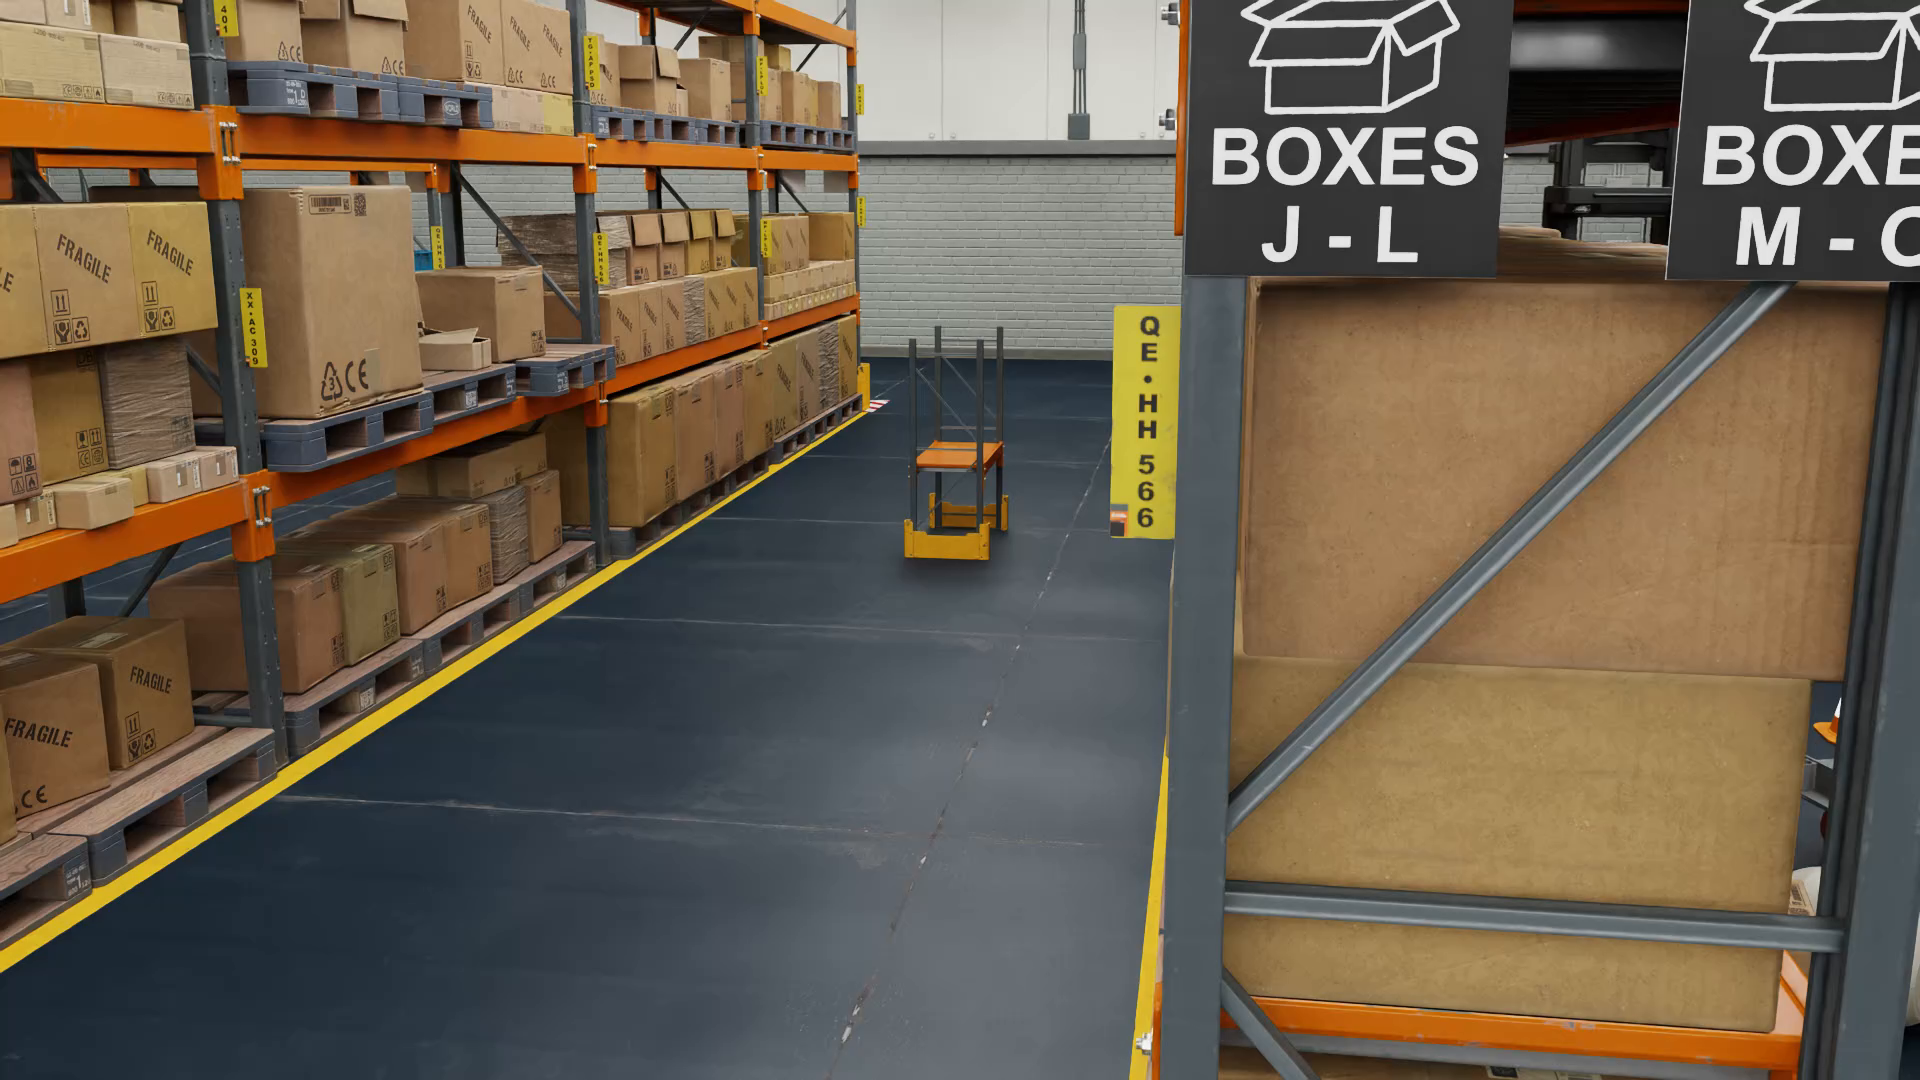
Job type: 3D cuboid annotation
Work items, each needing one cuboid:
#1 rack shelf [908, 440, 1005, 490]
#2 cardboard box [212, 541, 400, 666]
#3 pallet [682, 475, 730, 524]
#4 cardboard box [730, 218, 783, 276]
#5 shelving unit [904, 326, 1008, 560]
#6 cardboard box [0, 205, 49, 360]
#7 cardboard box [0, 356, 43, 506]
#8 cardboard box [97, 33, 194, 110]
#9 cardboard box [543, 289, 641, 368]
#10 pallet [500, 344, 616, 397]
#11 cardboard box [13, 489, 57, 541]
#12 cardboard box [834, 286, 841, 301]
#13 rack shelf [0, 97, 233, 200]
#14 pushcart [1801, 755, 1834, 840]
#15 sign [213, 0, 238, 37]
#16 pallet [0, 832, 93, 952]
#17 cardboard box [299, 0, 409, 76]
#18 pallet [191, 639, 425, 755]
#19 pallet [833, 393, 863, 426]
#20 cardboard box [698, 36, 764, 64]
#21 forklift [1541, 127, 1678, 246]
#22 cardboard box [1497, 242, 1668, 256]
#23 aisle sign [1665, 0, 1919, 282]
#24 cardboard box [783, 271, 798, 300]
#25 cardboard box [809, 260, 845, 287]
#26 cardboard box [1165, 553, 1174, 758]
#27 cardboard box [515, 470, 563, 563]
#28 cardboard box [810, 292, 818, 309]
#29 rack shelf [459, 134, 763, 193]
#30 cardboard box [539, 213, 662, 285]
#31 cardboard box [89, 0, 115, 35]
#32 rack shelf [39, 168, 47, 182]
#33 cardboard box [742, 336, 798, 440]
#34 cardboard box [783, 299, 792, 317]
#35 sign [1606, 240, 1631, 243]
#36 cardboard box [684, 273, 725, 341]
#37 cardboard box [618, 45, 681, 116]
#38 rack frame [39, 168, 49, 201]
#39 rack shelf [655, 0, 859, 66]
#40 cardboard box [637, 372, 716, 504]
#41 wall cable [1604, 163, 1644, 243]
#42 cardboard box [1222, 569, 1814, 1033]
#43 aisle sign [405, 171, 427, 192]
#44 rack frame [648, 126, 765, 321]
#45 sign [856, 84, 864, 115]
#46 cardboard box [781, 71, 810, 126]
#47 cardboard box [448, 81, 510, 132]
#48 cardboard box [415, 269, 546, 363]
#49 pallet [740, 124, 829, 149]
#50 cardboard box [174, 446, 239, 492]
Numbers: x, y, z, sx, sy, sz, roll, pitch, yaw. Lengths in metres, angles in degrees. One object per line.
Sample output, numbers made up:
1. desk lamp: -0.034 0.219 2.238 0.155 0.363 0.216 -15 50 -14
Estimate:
1. rack shelf: -0.013 -0.540 11.791 0.538 0.185 1.000 2 12 9
2. cardboard box: -3.267 0.307 8.336 0.700 0.500 0.500 2 12 8
3. pallet: -2.474 -0.358 13.154 1.003 0.211 1.213 2 12 9
4. cardboard box: -1.918 -2.669 15.129 0.500 0.500 0.500 2 12 9
5. shelving unit: -0.012 -0.717 11.762 0.587 1.500 1.083 2 12 9
6. cardboard box: -3.425 -0.846 5.483 0.500 0.500 0.500 2 12 9
7. cardboard box: -3.694 -0.366 5.629 0.875 0.500 0.500 2 12 9
8. cardboard box: -3.287 -1.763 6.292 0.500 0.250 0.500 2 12 11
9. cardboard box: -2.516 -1.448 11.353 0.500 0.500 0.500 2 12 10
10. pallet: -2.864 -1.061 10.251 1.213 0.211 1.003 2 12 9
11. cardboard box: -3.460 -0.091 5.894 0.380 0.149 0.250 2 12 9
12. cardboard box: -1.476 -2.606 17.560 0.380 0.149 0.250 2 12 10
13. rack shelf: -3.782 -1.172 4.900 1.077 0.370 4.000 2 12 9
14. pushcart: 4.057 1.066 6.153 1.648 0.377 0.936 -2 12 -11
15. sign: -2.937 -2.177 6.627 0.100 0.325 0.005 2 12 9
16. pallet: -3.728 1.285 5.530 1.003 0.211 1.213 2 12 9
17. cardboard box: -3.161 -2.487 8.050 0.797 0.503 0.637 2 12 11
18. pallet: -3.356 0.727 8.118 1.003 0.211 1.213 2 12 9
19. pallet: -1.675 -1.440 18.173 1.003 0.211 1.213 2 12 9
20. cardboard box: -2.093 -4.471 15.246 0.500 0.250 0.500 1 12 5
21. forklift: 4.601 -1.406 11.559 1.130 2.935 3.031 2 12 10
22. cardboard box: 1.105 -0.366 3.653 0.875 0.550 0.550 2 12 9
23. aisle sign: 1.081 -0.706 1.977 0.394 0.787 0.004 2 12 9
24. cardboard box: -1.832 -2.404 15.678 0.500 0.250 0.500 2 12 8
25. cardboard box: -1.520 -2.829 17.649 0.500 0.250 0.500 2 12 8
26. cardboard box: 1.417 0.470 7.034 1.050 0.750 0.750 2 12 8
27. cardboard box: -2.943 -0.159 10.502 0.700 0.500 0.500 1 12 6
28. cardboard box: -1.632 -2.392 16.567 0.380 0.149 0.250 2 12 7
29. rack shelf: -2.552 -2.837 12.627 1.077 0.370 4.000 2 12 9
30. cardboard box: -2.628 -2.133 12.152 0.797 0.503 0.637 2 12 10
31. cardboard box: -3.370 -1.932 6.128 0.380 0.149 0.250 2 12 9
32. rack shelf: -11.725 -3.992 17.984 1.077 0.370 4.000 2 12 9
33. cardboard box: -2.064 -1.441 15.604 0.875 0.875 0.875 2 12 9
34. cardboard box: -1.790 -2.177 15.570 0.380 0.149 0.250 2 12 11
35. sign: 8.969 -3.972 22.661 0.327 0.218 0.001 2 12 9
36. cardboard box: -2.203 -1.870 13.313 0.500 0.500 0.500 2 12 8
37. cardboard box: -2.566 -3.454 12.541 0.797 0.503 0.637 2 12 8
38. rack frame: -11.417 -3.294 20.156 1.000 3.000 0.127 2 12 9
39. rack shelf: -1.937 -4.941 16.217 1.077 0.370 4.000 2 12 9
40. cardboard box: -2.588 -0.801 12.638 1.225 0.875 0.875 2 12 9
41. wall cable: 9.007 -4.337 22.513 0.585 1.953 0.123 2 12 9
42. cardboard box: 0.808 0.389 2.714 0.875 0.550 0.550 2 12 9
43. aisle sign: -6.223 -4.409 19.159 0.394 0.787 0.004 2 12 9
44. rack frame: -2.244 -2.139 14.799 1.000 3.000 0.127 2 12 9
45. sign: -1.095 -4.812 18.167 0.100 0.325 0.005 2 12 9
46. cardboard box: -1.876 -4.289 16.185 0.700 0.500 0.500 2 12 11
47. cardboard box: -2.833 -2.384 9.173 0.500 0.250 0.500 2 12 10
48. cardboard box: -2.890 -1.327 9.799 0.700 0.500 0.500 4 13 17
49. pallet: -1.918 -3.985 16.456 1.003 0.211 1.213 2 12 9
50. cardboard box: -3.217 -0.297 6.846 0.380 0.149 0.250 2 12 9
